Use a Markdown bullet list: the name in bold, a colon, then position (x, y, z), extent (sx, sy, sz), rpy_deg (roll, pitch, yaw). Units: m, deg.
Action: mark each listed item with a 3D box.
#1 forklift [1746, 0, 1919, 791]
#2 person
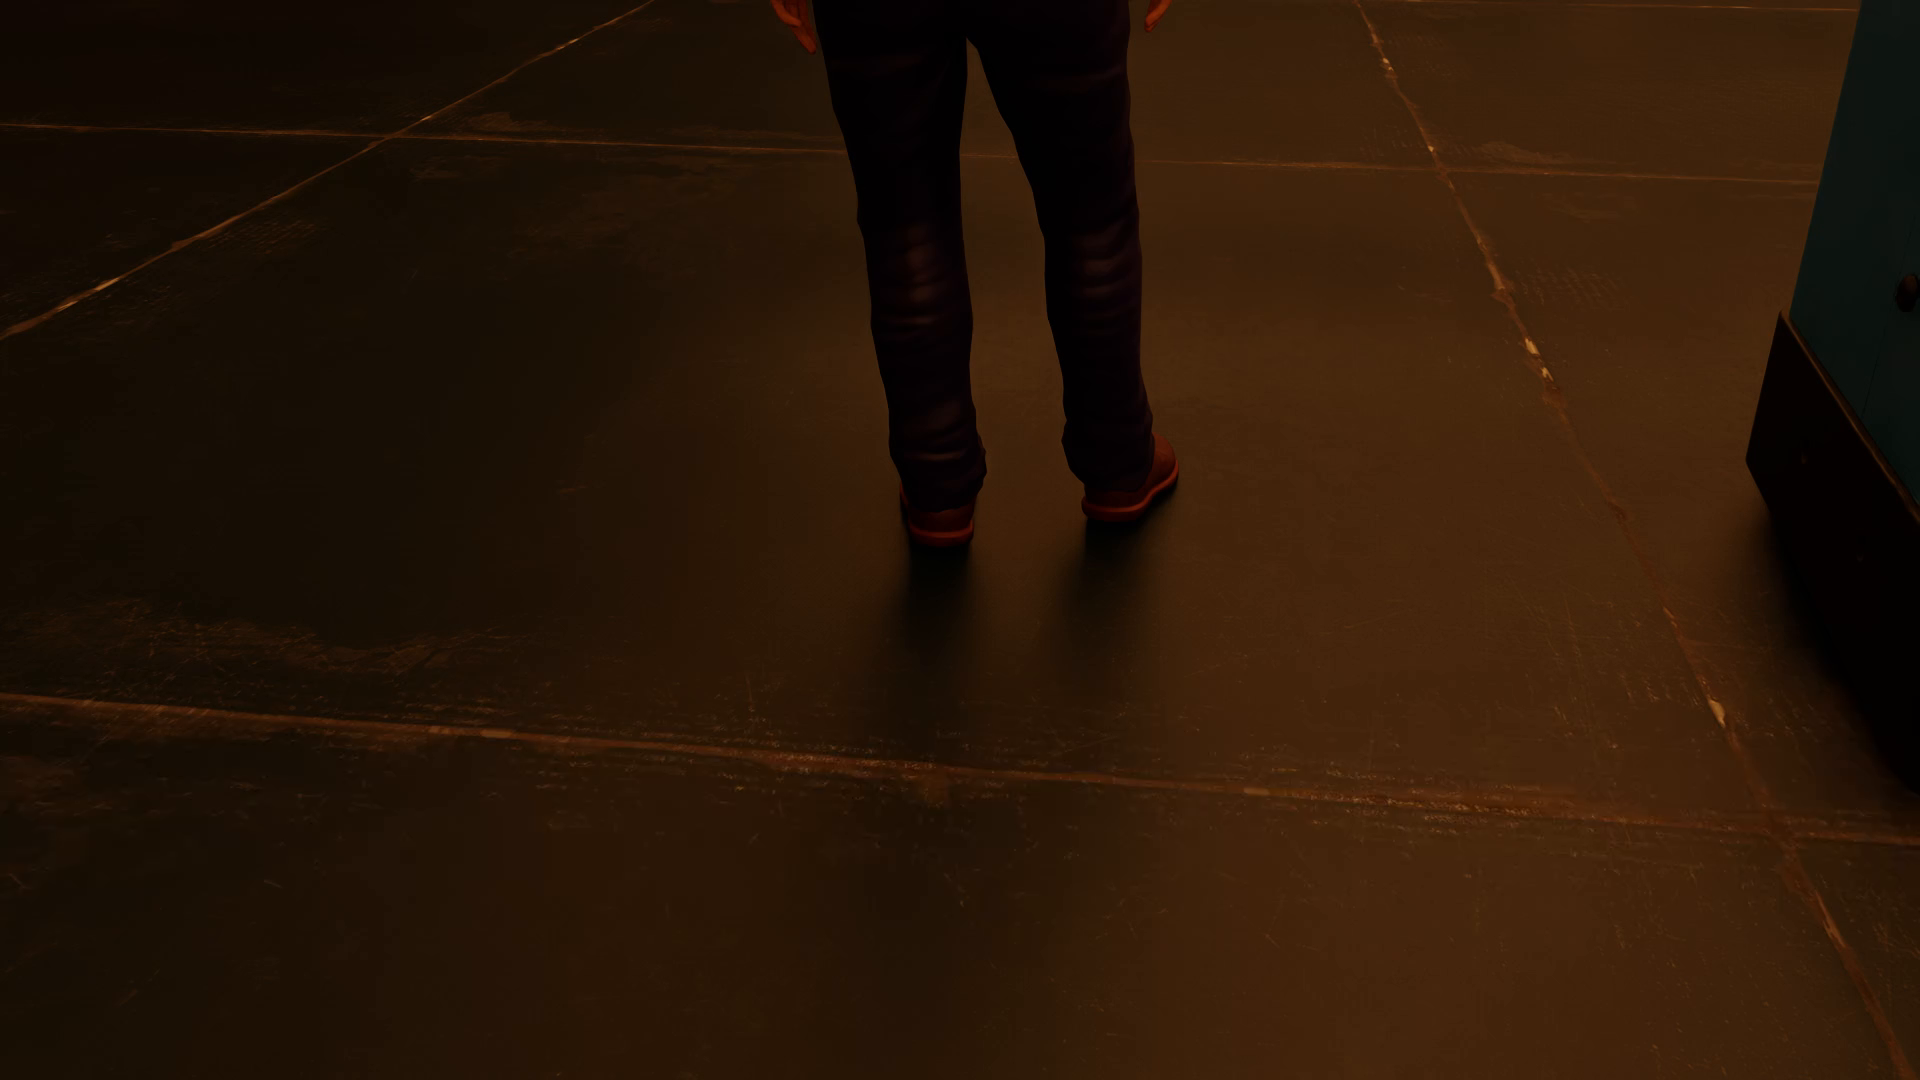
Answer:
- **forklift**: position (2.603, -1.033, 1.286), extent (3.031, 2.935, 1.130), rpy_deg (6, 27, 11)
- **person**: position (0.034, -0.782, 2.205), extent (0.599, 1.650, 0.503), rpy_deg (3, 27, 7)
